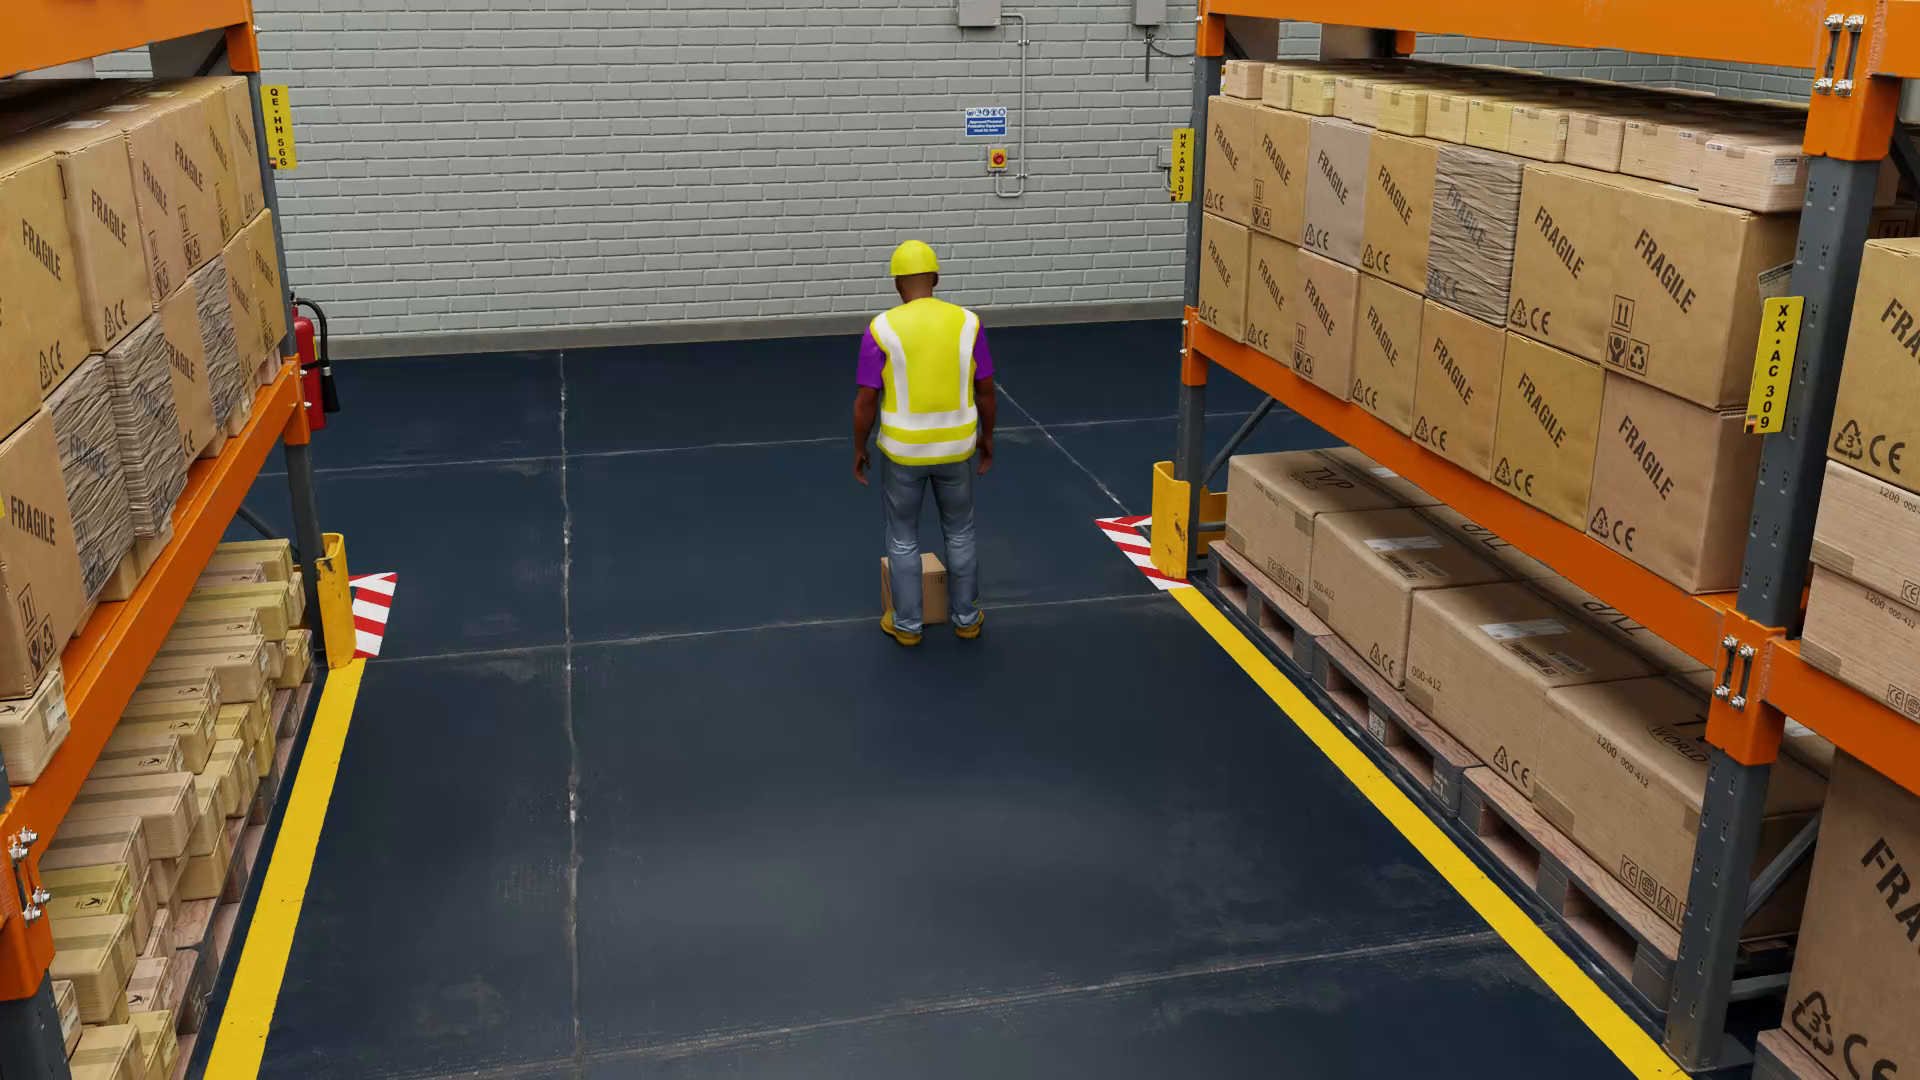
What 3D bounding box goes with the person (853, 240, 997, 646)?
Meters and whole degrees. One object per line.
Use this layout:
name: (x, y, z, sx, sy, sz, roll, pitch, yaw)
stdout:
person: (-0.153, -0.411, 7.203, 0.637, 1.761, 0.460, -5, 20, -14)
